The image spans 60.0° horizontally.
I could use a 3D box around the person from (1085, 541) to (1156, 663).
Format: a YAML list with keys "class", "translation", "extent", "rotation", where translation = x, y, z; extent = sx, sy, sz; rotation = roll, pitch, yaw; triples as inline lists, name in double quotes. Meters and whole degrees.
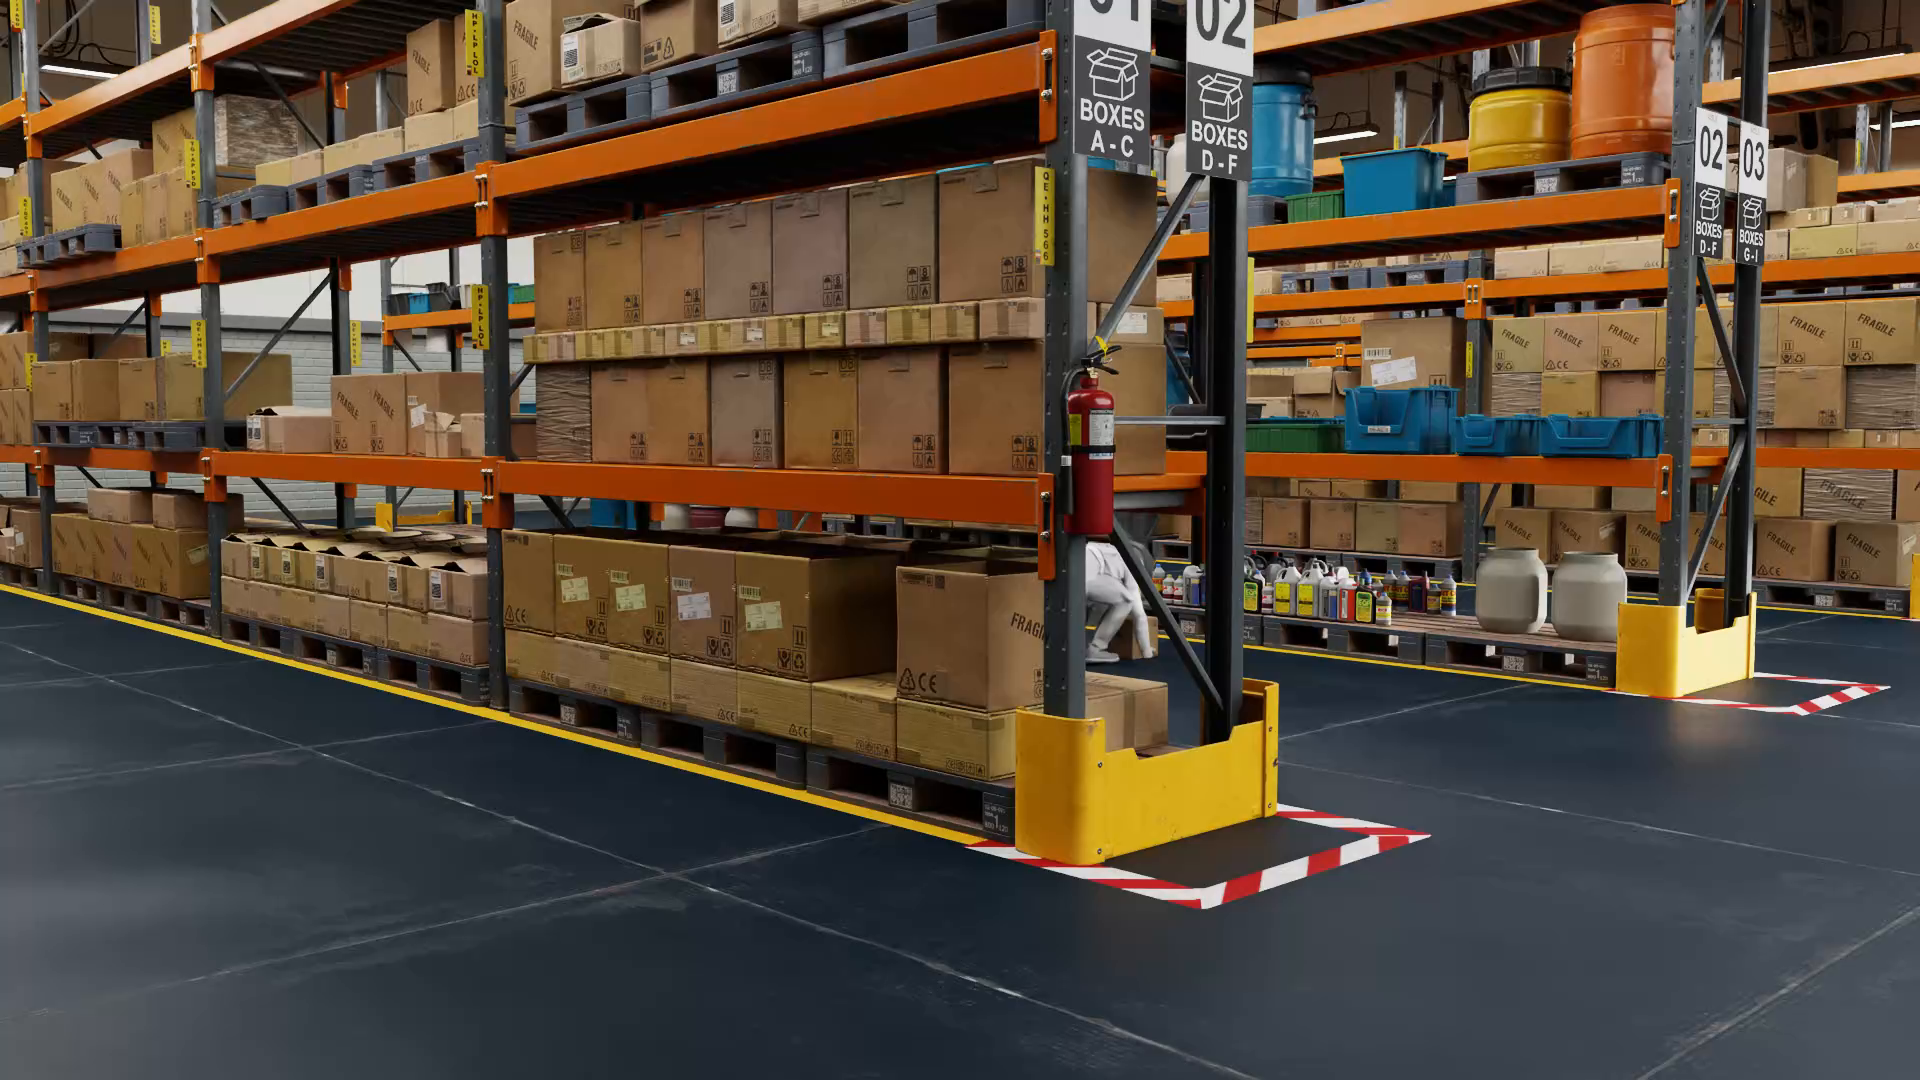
- class: "person"
  translation: [0.889, 0.392, 10.530]
  extent: [0.441, 0.774, 0.912]
  rotation: [4, 6, 44]
